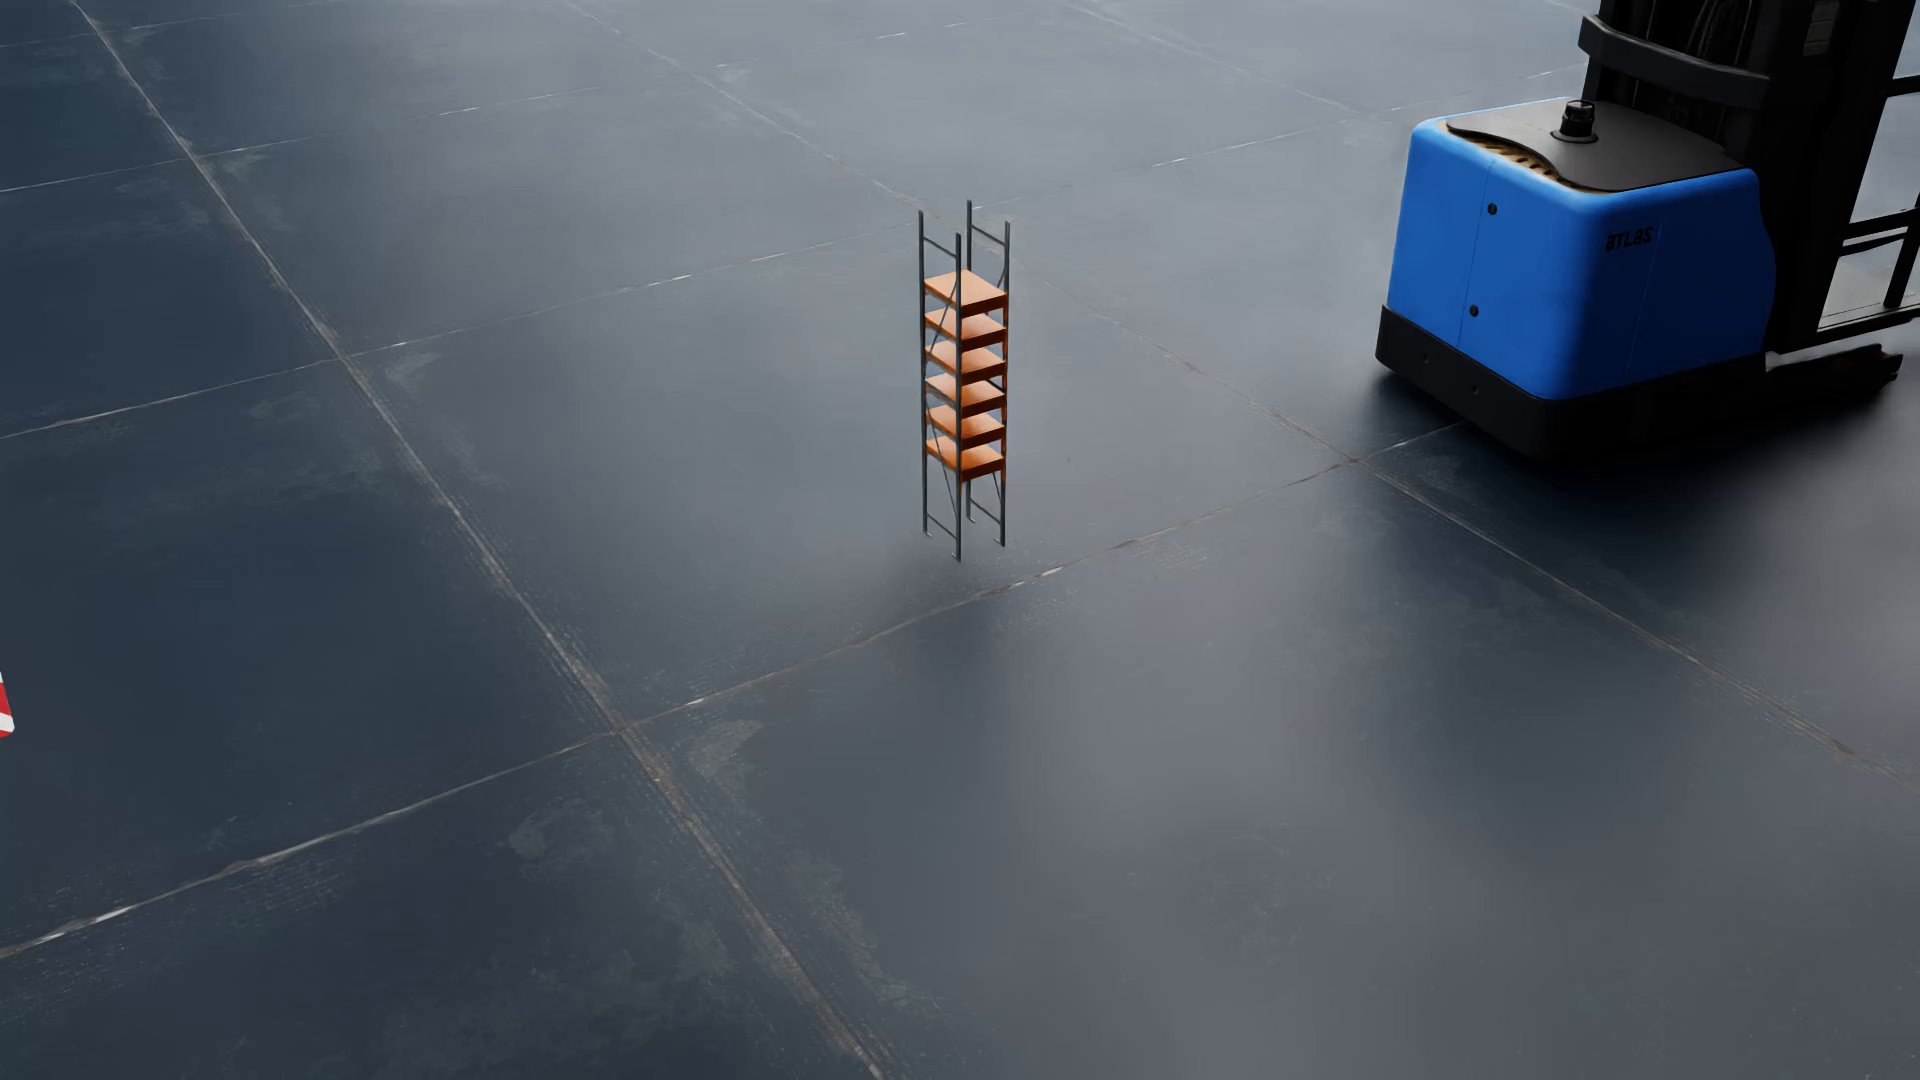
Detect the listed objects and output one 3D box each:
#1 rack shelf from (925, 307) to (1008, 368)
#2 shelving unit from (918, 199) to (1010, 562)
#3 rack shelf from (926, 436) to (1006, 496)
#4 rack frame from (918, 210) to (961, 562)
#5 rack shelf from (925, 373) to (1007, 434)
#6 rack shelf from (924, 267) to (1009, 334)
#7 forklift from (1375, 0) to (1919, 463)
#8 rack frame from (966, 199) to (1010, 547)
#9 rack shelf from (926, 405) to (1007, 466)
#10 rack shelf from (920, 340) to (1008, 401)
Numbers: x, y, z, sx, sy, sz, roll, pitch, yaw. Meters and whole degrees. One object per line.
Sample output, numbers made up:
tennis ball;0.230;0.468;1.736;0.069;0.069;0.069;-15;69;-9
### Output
rack shelf;0.012;-0.677;5.454;0.180;0.103;0.258;-19;37;-27
shelving unit;0.012;-0.512;5.558;0.189;1.200;0.258;-19;37;-27
rack shelf;0.012;-0.271;5.710;0.180;0.103;0.258;-19;37;-27
rack frame;-0.065;-0.485;5.516;0.006;1.200;0.240;-19;37;-27
rack shelf;0.012;-0.474;5.582;0.180;0.103;0.258;-19;37;-27
rack shelf;0.012;-0.779;5.390;0.180;0.103;0.258;-19;37;-27
forklift;3.295;-2.053;6.379;3.031;2.935;1.130;-14;35;-21
rack frame;0.089;-0.538;5.600;0.006;1.200;0.240;-19;37;-27
rack shelf;0.012;-0.373;5.646;0.180;0.103;0.258;-19;37;-27
rack shelf;0.012;-0.576;5.518;0.180;0.103;0.258;-19;37;-27
